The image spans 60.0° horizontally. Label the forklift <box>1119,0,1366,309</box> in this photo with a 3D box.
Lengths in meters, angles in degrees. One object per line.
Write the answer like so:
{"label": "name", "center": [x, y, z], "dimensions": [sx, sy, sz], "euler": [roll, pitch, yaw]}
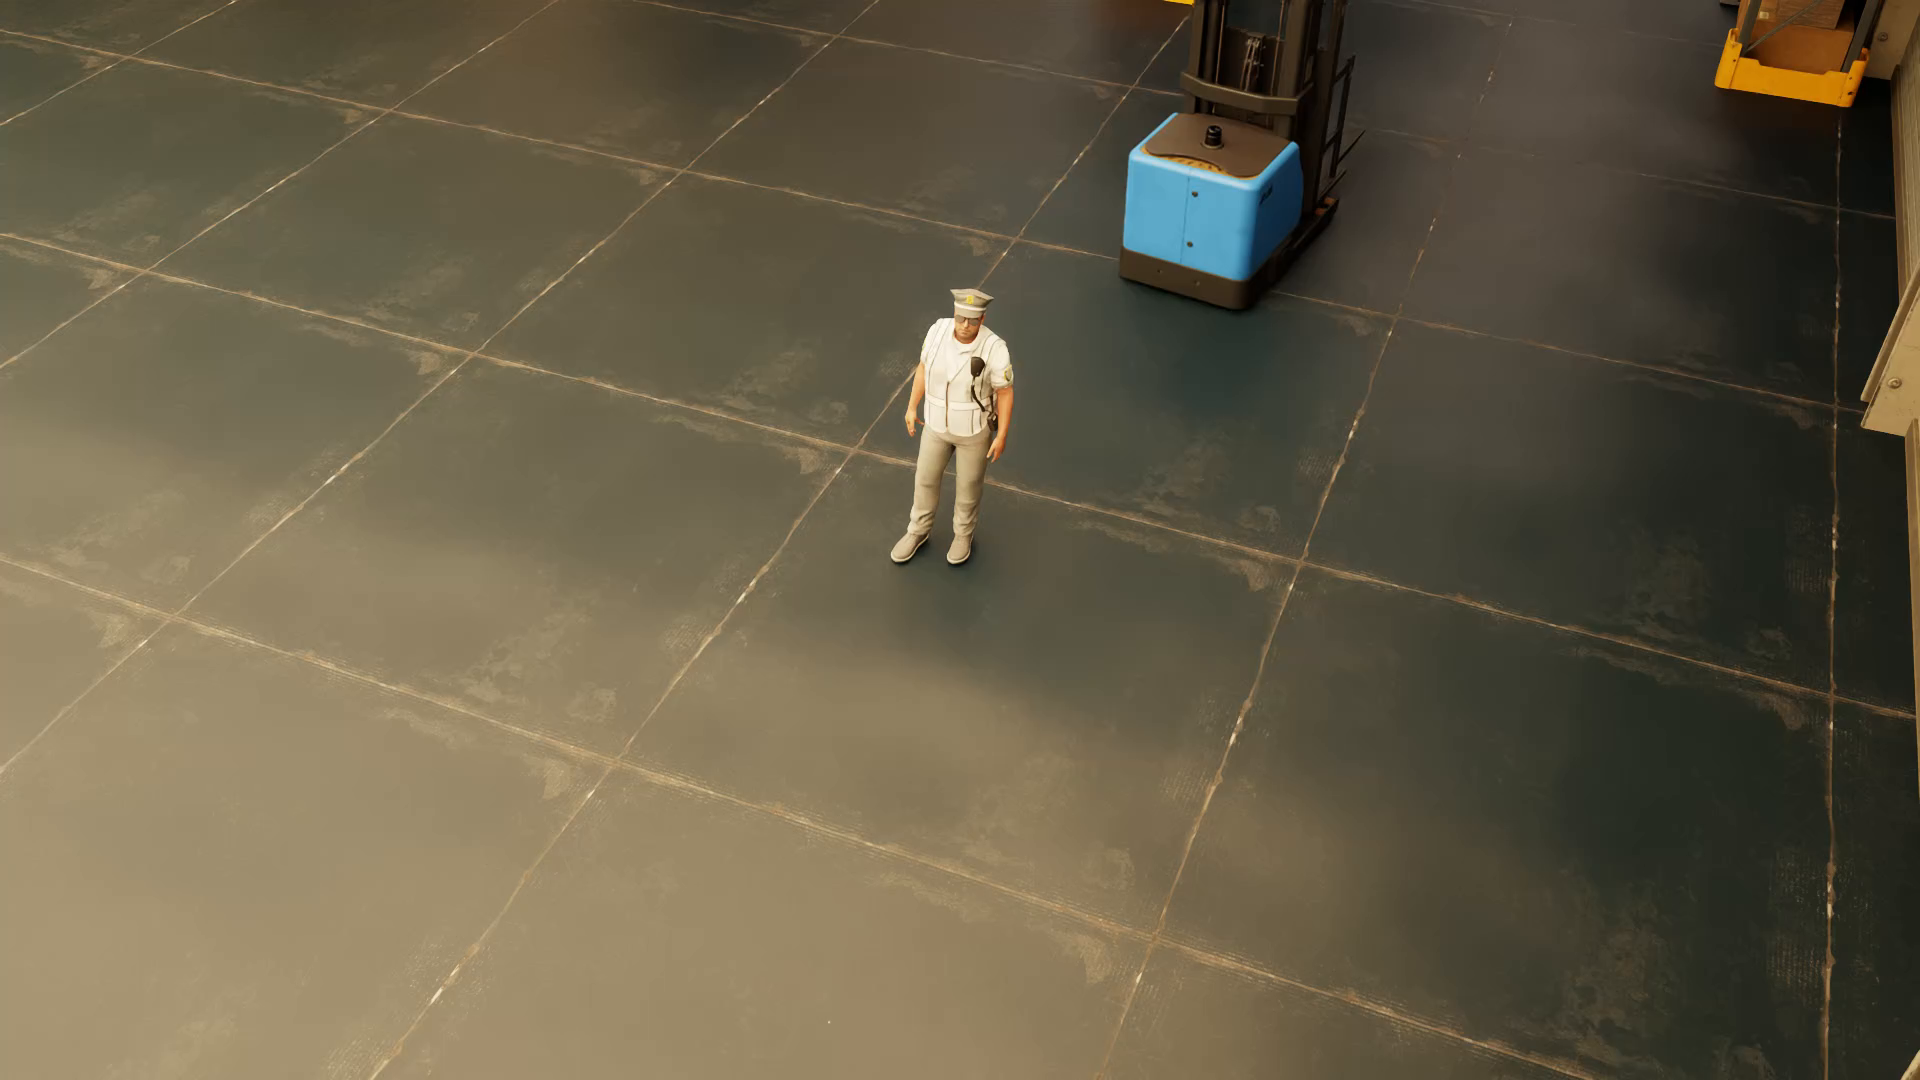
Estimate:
{"label": "forklift", "center": [2.388, -3.740, 12.475], "dimensions": [1.130, 2.935, 3.031], "euler": [21, 44, 23]}

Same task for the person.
{"label": "person", "center": [-0.041, -0.646, 9.662], "dimensions": [0.640, 1.781, 0.575], "euler": [15, 42, 17]}
